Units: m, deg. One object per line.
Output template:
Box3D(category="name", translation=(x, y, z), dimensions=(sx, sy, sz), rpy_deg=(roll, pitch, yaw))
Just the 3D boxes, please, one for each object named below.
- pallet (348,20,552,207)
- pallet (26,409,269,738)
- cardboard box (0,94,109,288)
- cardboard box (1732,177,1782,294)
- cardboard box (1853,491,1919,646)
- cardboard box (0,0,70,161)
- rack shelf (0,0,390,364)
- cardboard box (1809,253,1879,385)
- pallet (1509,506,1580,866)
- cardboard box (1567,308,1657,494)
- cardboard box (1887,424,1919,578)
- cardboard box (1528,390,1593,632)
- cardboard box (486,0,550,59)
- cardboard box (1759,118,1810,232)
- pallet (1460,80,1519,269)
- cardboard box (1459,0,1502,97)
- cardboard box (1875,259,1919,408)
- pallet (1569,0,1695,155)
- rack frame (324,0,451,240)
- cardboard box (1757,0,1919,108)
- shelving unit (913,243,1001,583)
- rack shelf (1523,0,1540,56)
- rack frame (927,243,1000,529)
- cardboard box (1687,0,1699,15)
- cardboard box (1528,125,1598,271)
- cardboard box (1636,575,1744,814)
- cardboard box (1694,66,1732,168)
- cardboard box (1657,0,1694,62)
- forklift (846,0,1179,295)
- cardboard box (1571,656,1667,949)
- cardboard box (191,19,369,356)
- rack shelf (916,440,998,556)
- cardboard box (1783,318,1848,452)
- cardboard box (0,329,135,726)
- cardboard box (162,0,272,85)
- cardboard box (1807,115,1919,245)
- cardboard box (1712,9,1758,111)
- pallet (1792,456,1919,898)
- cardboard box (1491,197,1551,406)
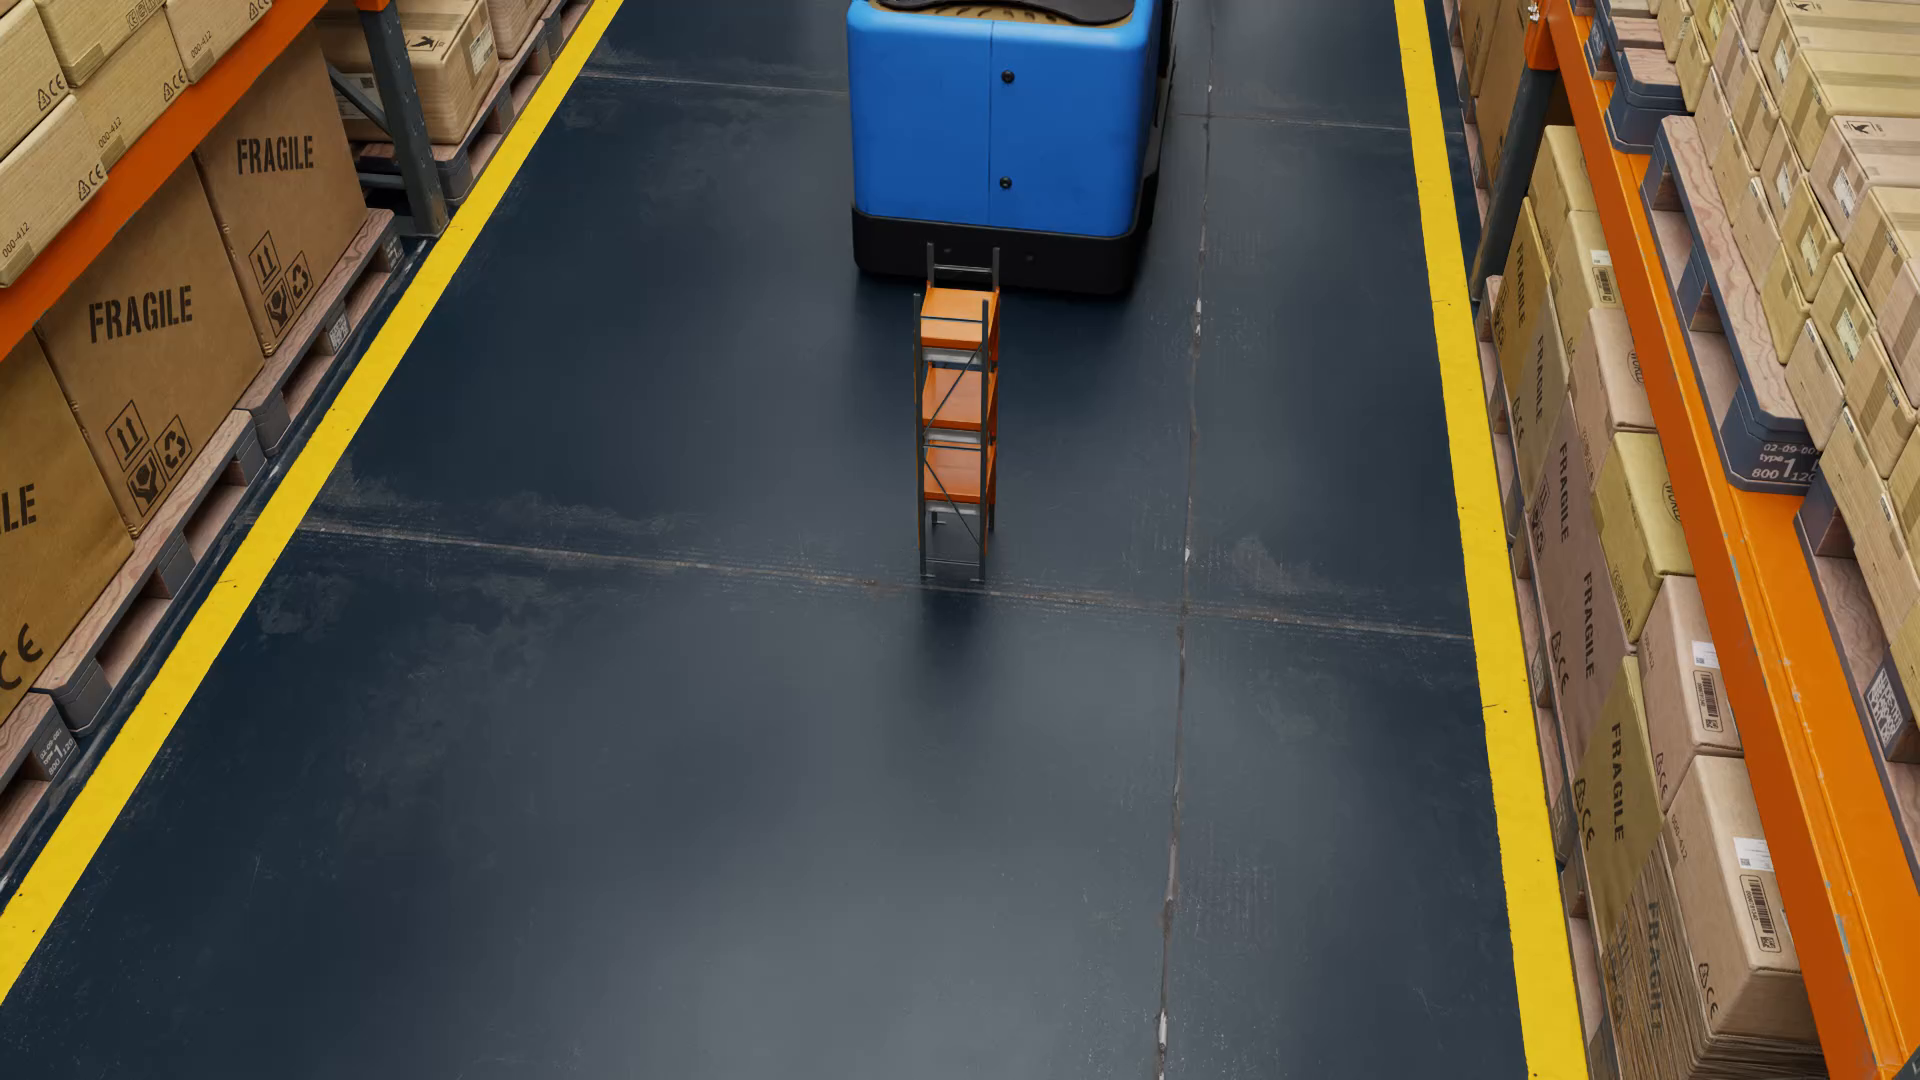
Box3D(category="pallet", translation=(-2.412, -1.865, 7.067), dimensions=(1.003, 0.211, 1.213), rpy_deg=(5, 44, 6))
Box3D(category="pallet", translation=(-2.860, 0.027, 5.068), dimensions=(1.003, 0.211, 1.213), rpy_deg=(5, 44, 6))
Box3D(category="cardboard box", translation=(-2.501, -0.881, 4.108), dimensions=(0.500, 0.250, 0.500), rpy_deg=(5, 44, 5))
Box3D(category="cardboard box", translation=(1.934, -0.658, 3.641), dimensions=(0.380, 0.149, 0.250), rpy_deg=(4, 44, 4))
Box3D(category="cardboard box", translation=(1.799, 0.065, 2.877), dimensions=(0.380, 0.149, 0.250), rpy_deg=(5, 44, 5))
Box3D(category="cardboard box", translation=(-2.509, -1.065, 3.939), dimensions=(0.500, 0.250, 0.500), rpy_deg=(4, 44, 4))
Box3D(category="rack shelf", translation=(-2.782, -0.721, 4.353), dimensions=(1.077, 0.370, 4.000), rpy_deg=(5, 44, 6))
Box3D(category="cardboard box", translation=(1.868, -0.409, 3.161), dimensions=(0.380, 0.149, 0.250), rpy_deg=(3, 44, 3))
Box3D(category="pallet", translation=(2.134, 0.410, 4.664), dimensions=(1.003, 0.211, 1.213), rpy_deg=(5, 44, 6))
Box3D(category="cardboard box", translation=(1.926, -0.352, 4.407), dimensions=(0.500, 0.250, 0.500), rpy_deg=(6, 44, 6))
Box3D(category="cardboard box", translation=(1.800, -0.045, 2.777), dimensions=(0.380, 0.149, 0.250), rpy_deg=(7, 44, 7))
Box3D(category="cardboard box", translation=(1.930, -0.057, 4.641), dimensions=(0.500, 0.500, 0.500), rpy_deg=(4, 44, 4))
Box3D(category="cardboard box", translation=(-2.343, -2.432, 7.242), dimensions=(0.950, 0.372, 0.625), rpy_deg=(4, 44, 5))
Box3D(category="cardboard box", translation=(1.939, -0.760, 3.532), dimensions=(0.380, 0.149, 0.250), rpy_deg=(7, 44, 7))
Box3D(category="pallet", translation=(2.582, -1.482, 6.662), dimensions=(1.003, 0.211, 1.213), rpy_deg=(5, 44, 6))
Box3D(category="cardboard box", translation=(2.685, -2.303, 6.831), dimensions=(1.050, 0.750, 0.750), rpy_deg=(6, 44, 6))
Box3D(category="cardboard box", translation=(1.839, -0.345, 2.877), dimensions=(0.380, 0.149, 0.250), rpy_deg=(5, 44, 5))
Box3D(category="pallet", translation=(2.414, -1.399, 4.686), dimensions=(1.213, 0.211, 1.003), rpy_deg=(5, 44, 6))
Box3D(category="rack frame", translation=(-2.517, -2.346, 5.545), dimensions=(1.000, 3.000, 0.127), rpy_deg=(5, 44, 6))
Box3D(category="cardboard box", translation=(1.977, -1.049, 3.620), dimensions=(0.380, 0.149, 0.250), rpy_deg=(6, 44, 7))
Box3D(category="shelving unit", translation=(-0.007, -0.345, 4.851), dimensions=(0.215, 1.050, 0.252), rpy_deg=(5, 44, 6))
Box3D(category="rack shelf", translation=(2.667, -3.066, 6.830), dimensions=(1.077, 0.370, 4.000), rpy_deg=(5, 44, 6))
Box3D(category="rack frame", translation=(0.009, -0.428, 4.938), dimensions=(0.200, 1.050, 0.008), rpy_deg=(5, 44, 6))
Box3D(category="cardboard box", translation=(2.074, -1.455, 4.266), dimensions=(0.380, 0.149, 0.250), rpy_deg=(4, 44, 4))
Box3D(category="cardboard box", translation=(2.072, -1.034, 5.127), dimensions=(0.500, 0.250, 0.500), rpy_deg=(3, 44, 4))
Box3D(category="cardboard box", translation=(1.803, 0.365, 3.650), dimensions=(0.500, 0.250, 0.500), rpy_deg=(7, 44, 7))
Box3D(category="cardboard box", translation=(2.006, -1.007, 4.009), dimensions=(0.380, 0.149, 0.250), rpy_deg=(7, 44, 7))
Box3D(category="cardboard box", translation=(2.073, -1.372, 4.395), dimensions=(0.380, 0.149, 0.250), rpy_deg=(7, 44, 8))
Box3D(category="forklift", translation=(0.355, -2.986, 6.272), dimensions=(1.130, 2.935, 3.031), rpy_deg=(7, 44, 7))
Box3D(category="cardboard box", translation=(1.790, 0.640, 3.905), dimensions=(0.500, 0.500, 0.500), rpy_deg=(4, 44, 5))
Box3D(category="cardboard box", translation=(-2.691, -1.263, 5.642), dimensions=(0.875, 0.875, 0.875), rpy_deg=(5, 44, 5))
Box3D(category="rack shelf", translation=(-0.007, -0.135, 5.049), dimensions=(0.215, 0.259, 0.240), rpy_deg=(5, 44, 6))
Box3D(category="cardboard box", translation=(1.863, -0.296, 3.258), dimensions=(0.380, 0.149, 0.250), rpy_deg=(4, 44, 4))
Box3D(category="cardboard box", translation=(-2.932, -0.047, 4.357), dimensions=(0.875, 0.875, 0.875), rpy_deg=(6, 44, 7))
Box3D(category="cardboard box", translation=(-2.379, -1.573, 4.839), dimensions=(0.500, 0.250, 0.500), rpy_deg=(6, 44, 6))
Box3D(category="cardboard box", translation=(1.907, -0.695, 3.247), dimensions=(0.380, 0.149, 0.250), rpy_deg=(3, 44, 4))
Box3D(category="cardboard box", translation=(2.007, -1.114, 3.905), dimensions=(0.380, 0.149, 0.250), rpy_deg=(5, 44, 6))
Box3D(category="pallet", translation=(2.119, 0.324, 2.866), dimensions=(1.003, 0.211, 1.213), rpy_deg=(5, 44, 6))
Box3D(category="cardboard box", translation=(2.056, -0.750, 5.373), dimensions=(0.500, 0.500, 0.500), rpy_deg=(4, 44, 4))
